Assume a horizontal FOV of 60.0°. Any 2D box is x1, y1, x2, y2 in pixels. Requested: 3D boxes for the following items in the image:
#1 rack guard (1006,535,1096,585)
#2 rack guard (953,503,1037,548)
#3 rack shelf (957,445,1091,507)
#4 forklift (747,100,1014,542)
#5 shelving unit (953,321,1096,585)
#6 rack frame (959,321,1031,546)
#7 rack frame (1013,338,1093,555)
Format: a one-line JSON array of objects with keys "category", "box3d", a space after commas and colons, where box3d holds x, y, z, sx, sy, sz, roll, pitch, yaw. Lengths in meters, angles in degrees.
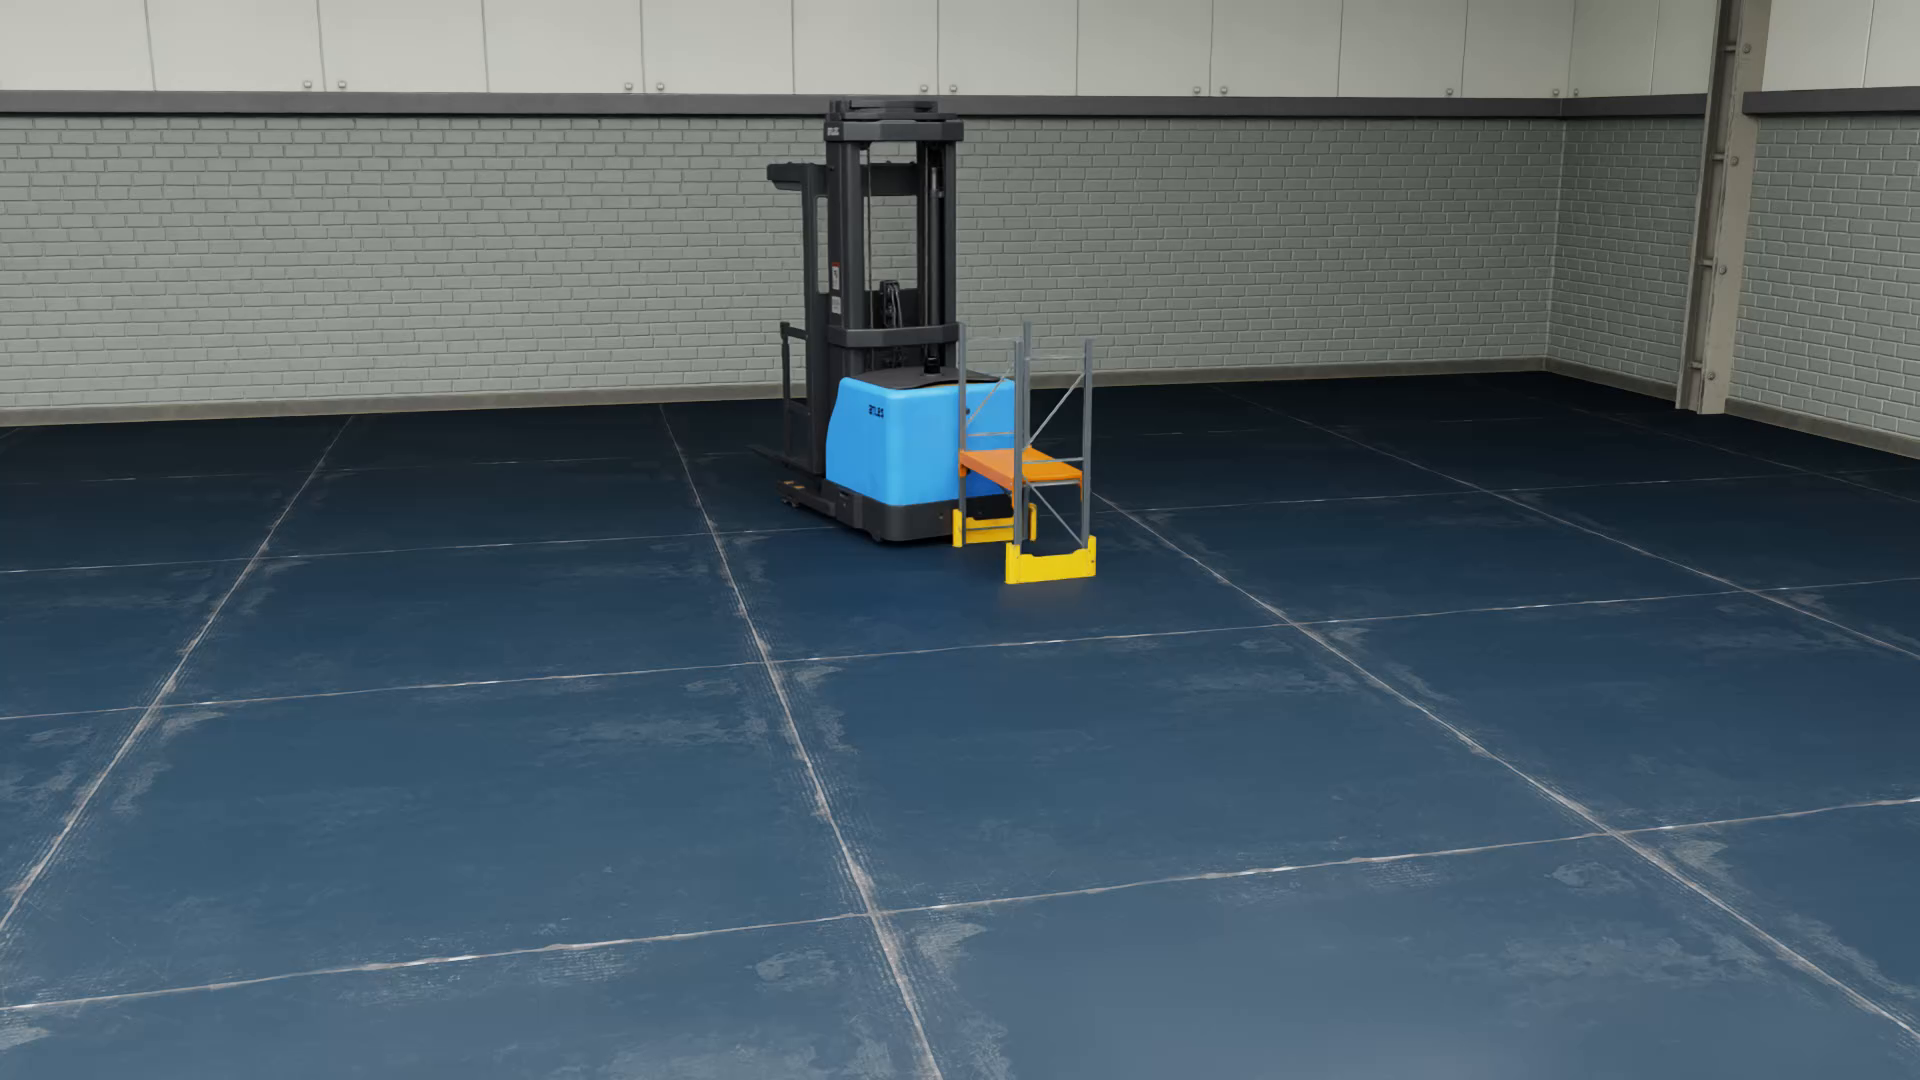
[{"category": "rack guard", "box3d": [0.569, 0.123, 10.396, 0.587, 0.250, 0.087, -5, 15, -19]}, {"category": "rack guard", "box3d": [0.237, -0.100, 11.308, 0.587, 0.250, 0.087, -5, 15, -19]}, {"category": "rack shelf", "box3d": [0.400, -0.423, 10.754, 0.538, 0.185, 1.000, -5, 15, -19]}, {"category": "forklift", "box3d": [-0.731, -1.711, 12.256, 1.130, 2.935, 3.031, -7, 16, -28]}, {"category": "shelving unit", "box3d": [0.403, -0.595, 10.703, 0.587, 1.500, 1.083, -5, 15, -19]}, {"category": "rack frame", "box3d": [0.231, -0.711, 11.177, 0.500, 1.500, 0.032, -5, 15, -19]}, {"category": "rack frame", "box3d": [0.570, -0.484, 10.246, 0.500, 1.500, 0.032, -5, 15, -19]}]
